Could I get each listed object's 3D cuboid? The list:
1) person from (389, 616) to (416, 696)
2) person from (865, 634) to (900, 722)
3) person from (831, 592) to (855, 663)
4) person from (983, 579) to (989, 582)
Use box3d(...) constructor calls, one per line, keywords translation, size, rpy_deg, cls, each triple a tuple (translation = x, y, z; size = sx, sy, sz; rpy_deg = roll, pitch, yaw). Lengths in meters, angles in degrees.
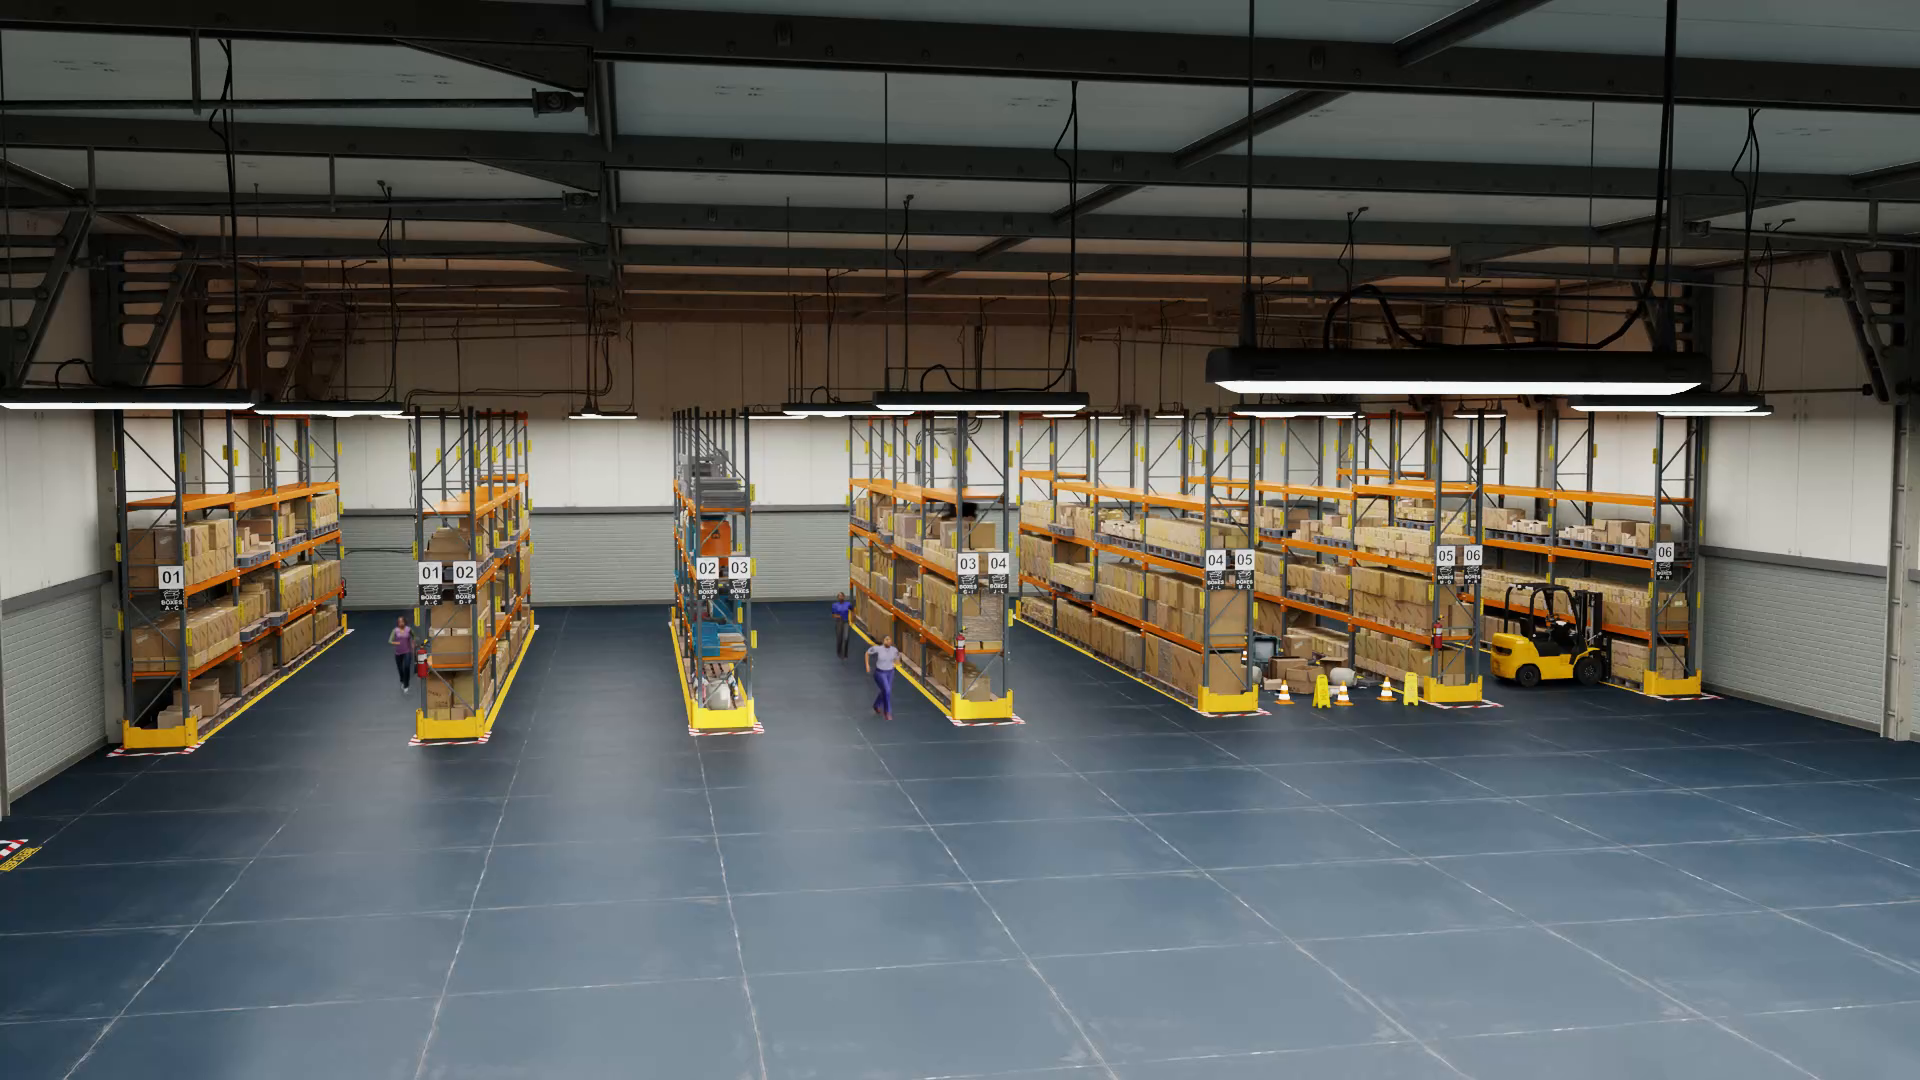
box3d(translation=(-11.742, 2.413, 35.028), size=(0.530, 1.622, 0.825), rpy_deg=(-1, 4, -12), cls="person")
box3d(translation=(-1.490, 2.639, 32.047), size=(0.606, 1.691, 0.833), rpy_deg=(-2, 5, -30), cls="person")
box3d(translation=(-2.810, 2.091, 39.881), size=(0.581, 1.682, 0.765), rpy_deg=(0, 4, -4), cls="person")
box3d(translation=(0.732, 1.521, 47.004), size=(0.681, 1.741, 0.623), rpy_deg=(0, 4, -6), cls="person")
